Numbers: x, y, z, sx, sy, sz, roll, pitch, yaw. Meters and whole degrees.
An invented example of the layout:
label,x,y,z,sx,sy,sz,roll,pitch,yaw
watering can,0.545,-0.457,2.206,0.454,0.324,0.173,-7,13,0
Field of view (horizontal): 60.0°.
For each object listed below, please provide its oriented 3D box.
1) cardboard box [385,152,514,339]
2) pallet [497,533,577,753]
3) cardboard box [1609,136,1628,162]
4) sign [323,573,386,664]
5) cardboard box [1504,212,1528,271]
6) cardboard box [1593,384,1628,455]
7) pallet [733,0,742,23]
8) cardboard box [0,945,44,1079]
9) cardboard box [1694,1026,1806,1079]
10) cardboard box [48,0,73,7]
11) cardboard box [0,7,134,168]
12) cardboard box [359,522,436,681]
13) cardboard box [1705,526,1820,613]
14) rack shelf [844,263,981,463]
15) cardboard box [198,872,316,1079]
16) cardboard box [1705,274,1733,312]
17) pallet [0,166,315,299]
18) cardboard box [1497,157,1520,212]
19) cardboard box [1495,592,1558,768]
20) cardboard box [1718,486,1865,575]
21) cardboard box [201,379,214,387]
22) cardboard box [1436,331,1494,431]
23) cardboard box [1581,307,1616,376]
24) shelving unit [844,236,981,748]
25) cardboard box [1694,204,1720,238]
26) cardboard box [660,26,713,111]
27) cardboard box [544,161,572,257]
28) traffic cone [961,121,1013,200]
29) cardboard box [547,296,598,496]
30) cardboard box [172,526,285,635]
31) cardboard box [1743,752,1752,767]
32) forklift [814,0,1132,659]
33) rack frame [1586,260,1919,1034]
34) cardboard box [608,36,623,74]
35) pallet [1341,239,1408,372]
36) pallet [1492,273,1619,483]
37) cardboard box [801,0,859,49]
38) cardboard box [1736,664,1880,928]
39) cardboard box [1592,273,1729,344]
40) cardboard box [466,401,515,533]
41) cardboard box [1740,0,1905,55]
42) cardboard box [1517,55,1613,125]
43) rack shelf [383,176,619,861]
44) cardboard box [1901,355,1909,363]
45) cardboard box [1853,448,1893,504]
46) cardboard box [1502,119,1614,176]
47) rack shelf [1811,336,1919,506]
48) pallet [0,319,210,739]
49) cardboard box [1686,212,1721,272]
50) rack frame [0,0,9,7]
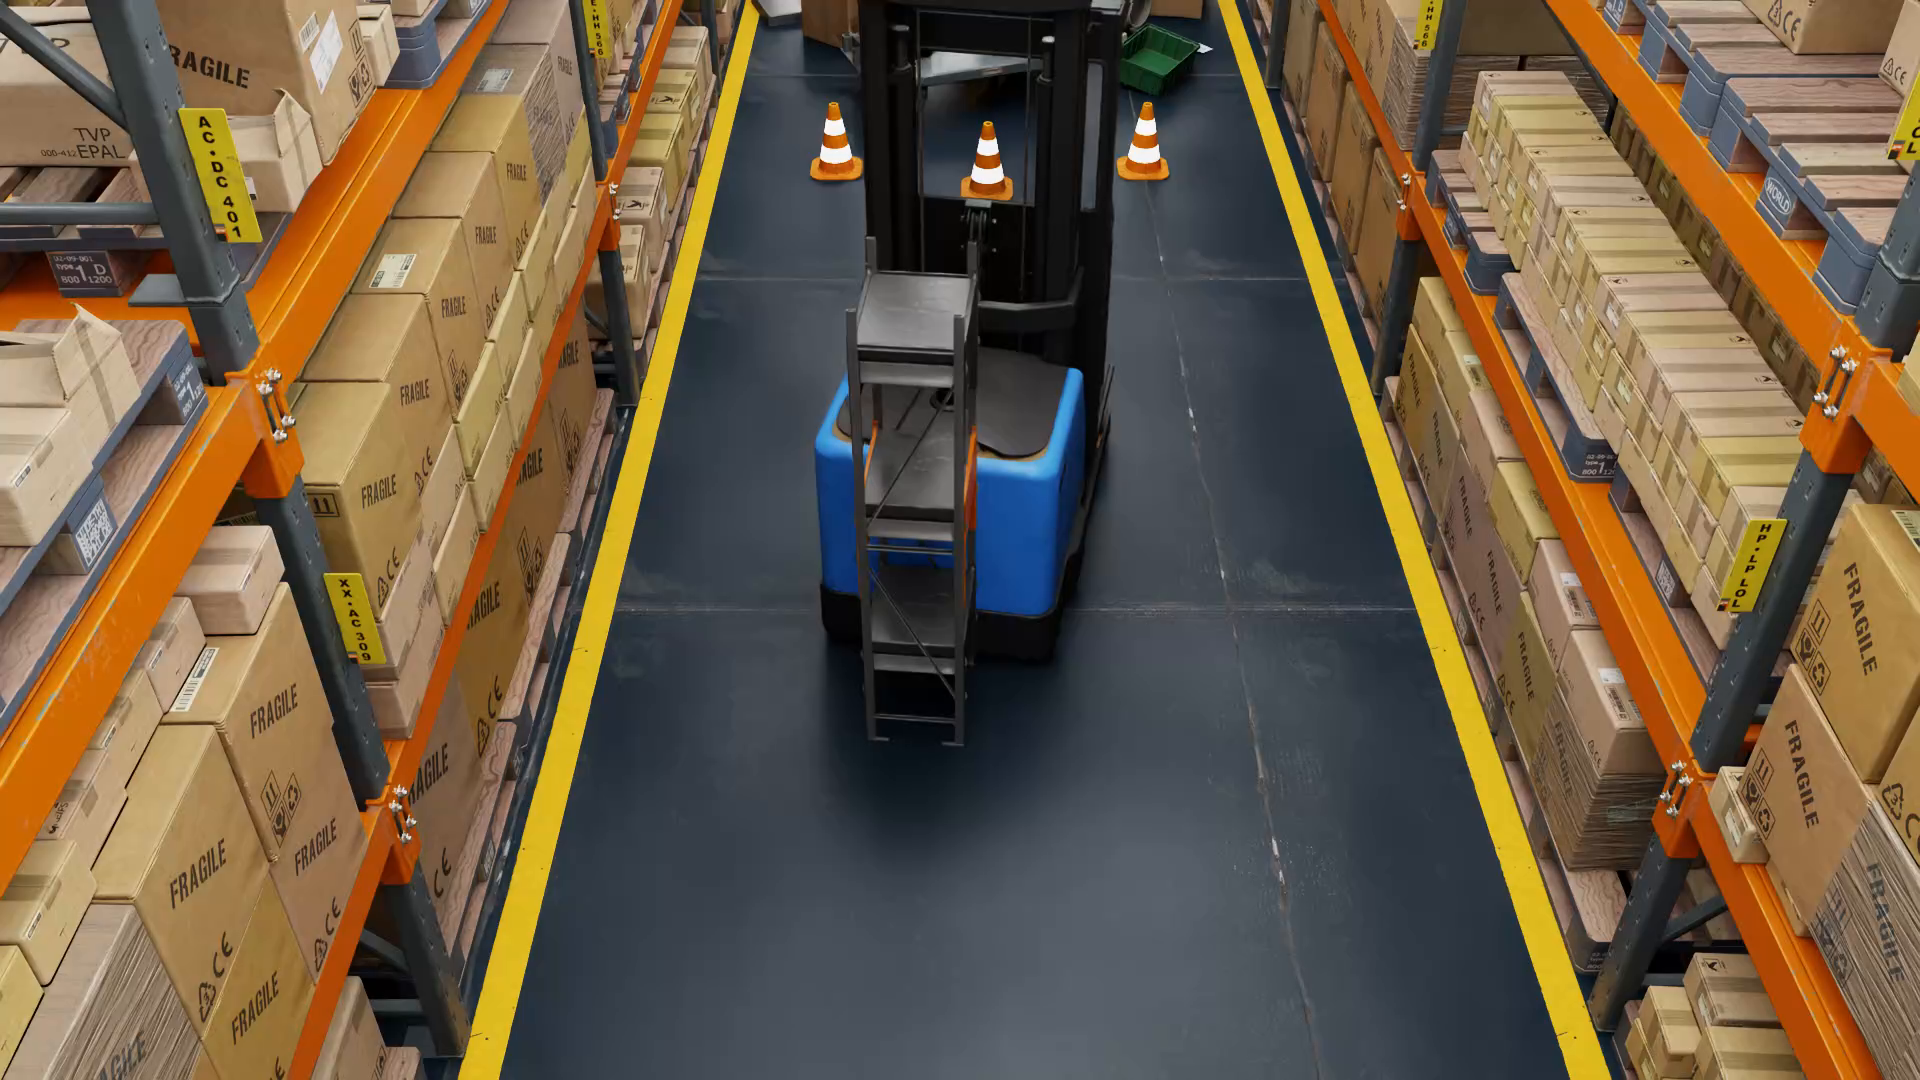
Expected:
label,x,y,z,sx,sy,sz,roll,pitch,yaw
cardboard box,-1.962,-1.071,6.054,0.500,0.500,0.500,-1,39,-1
pallet,-2.296,0.429,7.291,1.003,0.211,1.213,0,39,0
cardboard box,3.190,-1.737,7.630,0.380,0.149,0.250,1,39,1
sign,-1.661,0.218,4.569,0.100,0.325,0.005,0,39,0
cardboard box,2.531,-1.260,7.035,0.380,0.149,0.250,2,39,2
cardboard box,2.530,-0.441,6.013,0.380,0.149,0.250,-2,39,-2
pallet,-2.266,-4.511,13.456,1.003,0.211,1.213,0,39,0
cardboard box,-1.959,0.898,3.078,0.380,0.149,0.250,-1,39,-1
cardboard box,2.468,1.626,5.036,0.380,0.149,0.250,2,39,2
cardboard box,-6.858,-3.802,12.204,0.500,0.250,0.500,0,39,0
cardboard box,-2.427,-1.262,4.509,0.500,0.311,0.500,0,39,0
cardboard box,-1.934,0.177,5.097,0.500,0.250,0.500,-1,39,-1
cardboard box,2.536,0.091,5.110,0.380,0.149,0.250,1,39,1
rack shelf,-0.162,-0.641,6.009,0.431,0.518,0.480,4,40,4
cardboard box,-1.954,1.161,4.068,0.500,0.500,0.500,-1,39,-1
cardboard box,3.186,-0.935,6.629,0.380,0.149,0.250,1,39,1
pallet,-2.266,-1.081,4.700,0.805,0.209,1.217,-1,39,-2
cardboard box,2.535,-1.523,7.124,0.380,0.149,0.250,-1,39,-1
cardboard box,2.481,0.550,6.574,0.500,0.500,0.500,-1,39,-1
cardboard box,2.538,-0.027,5.020,0.380,0.149,0.250,2,39,2
cardboard box,-2.475,-0.443,5.271,0.500,0.500,0.500,1,39,1
cardboard box,2.489,-0.712,7.549,0.500,0.250,0.500,0,39,-1
cardboard box,2.531,-0.733,6.139,0.380,0.149,0.250,0,39,0
shelving unit,-0.161,-0.114,6.450,0.431,2.100,0.503,4,40,4
cardboard box,3.185,-1.333,6.649,0.380,0.149,0.250,0,39,0
cardboard box,-2.222,-3.225,11.386,0.950,0.372,0.625,0,39,1
cardboard box,-1.962,-1.426,7.097,0.500,0.250,0.500,-1,39,-1
traffic cone,0.177,-2.469,10.707,0.336,0.463,0.334,0,39,0
cardboard box,-2.303,-0.816,7.978,0.875,0.875,0.875,0,39,0
cardboard box,-1.897,0.099,4.076,0.380,0.149,0.250,-1,39,-1
cardboard box,2.997,0.578,5.939,0.500,0.250,0.500,-2,39,-2
forklift,0.171,-1.549,7.584,1.130,2.935,3.031,7,39,9
rack frame,2.734,0.522,4.946,1.000,3.000,0.127,0,39,0
cardboard box,-1.956,-2.530,8.619,0.380,0.149,0.250,-2,39,-3
pallet,2.804,-1.385,9.554,1.003,0.211,1.213,0,39,0
pallet,2.773,-0.667,6.582,1.003,0.211,1.213,0,39,0
cardboard box,-0.866,-4.111,12.724,0.500,0.500,0.500,28,46,30
cardboard box,2.483,0.677,4.435,0.500,0.500,0.500,-1,39,-1
cardboard box,2.538,-0.842,6.037,0.380,0.149,0.250,-2,39,-2
cardboard box,-1.939,-0.272,6.057,0.500,0.250,0.500,0,39,0
cardboard box,2.864,-1.819,5.050,0.797,0.503,0.637,-1,39,-1
cardboard box,2.999,-2.300,8.387,0.500,0.500,0.500,0,39,0
rack shelf,-2.218,-0.381,6.648,1.077,0.370,4.000,0,39,0
cardboard box,3.192,-0.514,5.627,0.380,0.149,0.250,-1,39,-1
cardboard box,3.190,-0.230,5.511,0.380,0.149,0.250,1,39,1
cardboard box,2.535,-1.667,7.066,0.380,0.149,0.250,0,39,0
rack shelf,2.736,0.883,2.672,1.077,0.370,4.000,0,39,0
pallet,-2.225,-0.036,3.314,1.003,0.211,1.213,0,39,0
cardboard box,3.188,-1.209,6.733,0.380,0.149,0.250,0,39,0
rack frame,-7.189,-4.408,11.098,1.000,3.000,0.127,0,39,0
